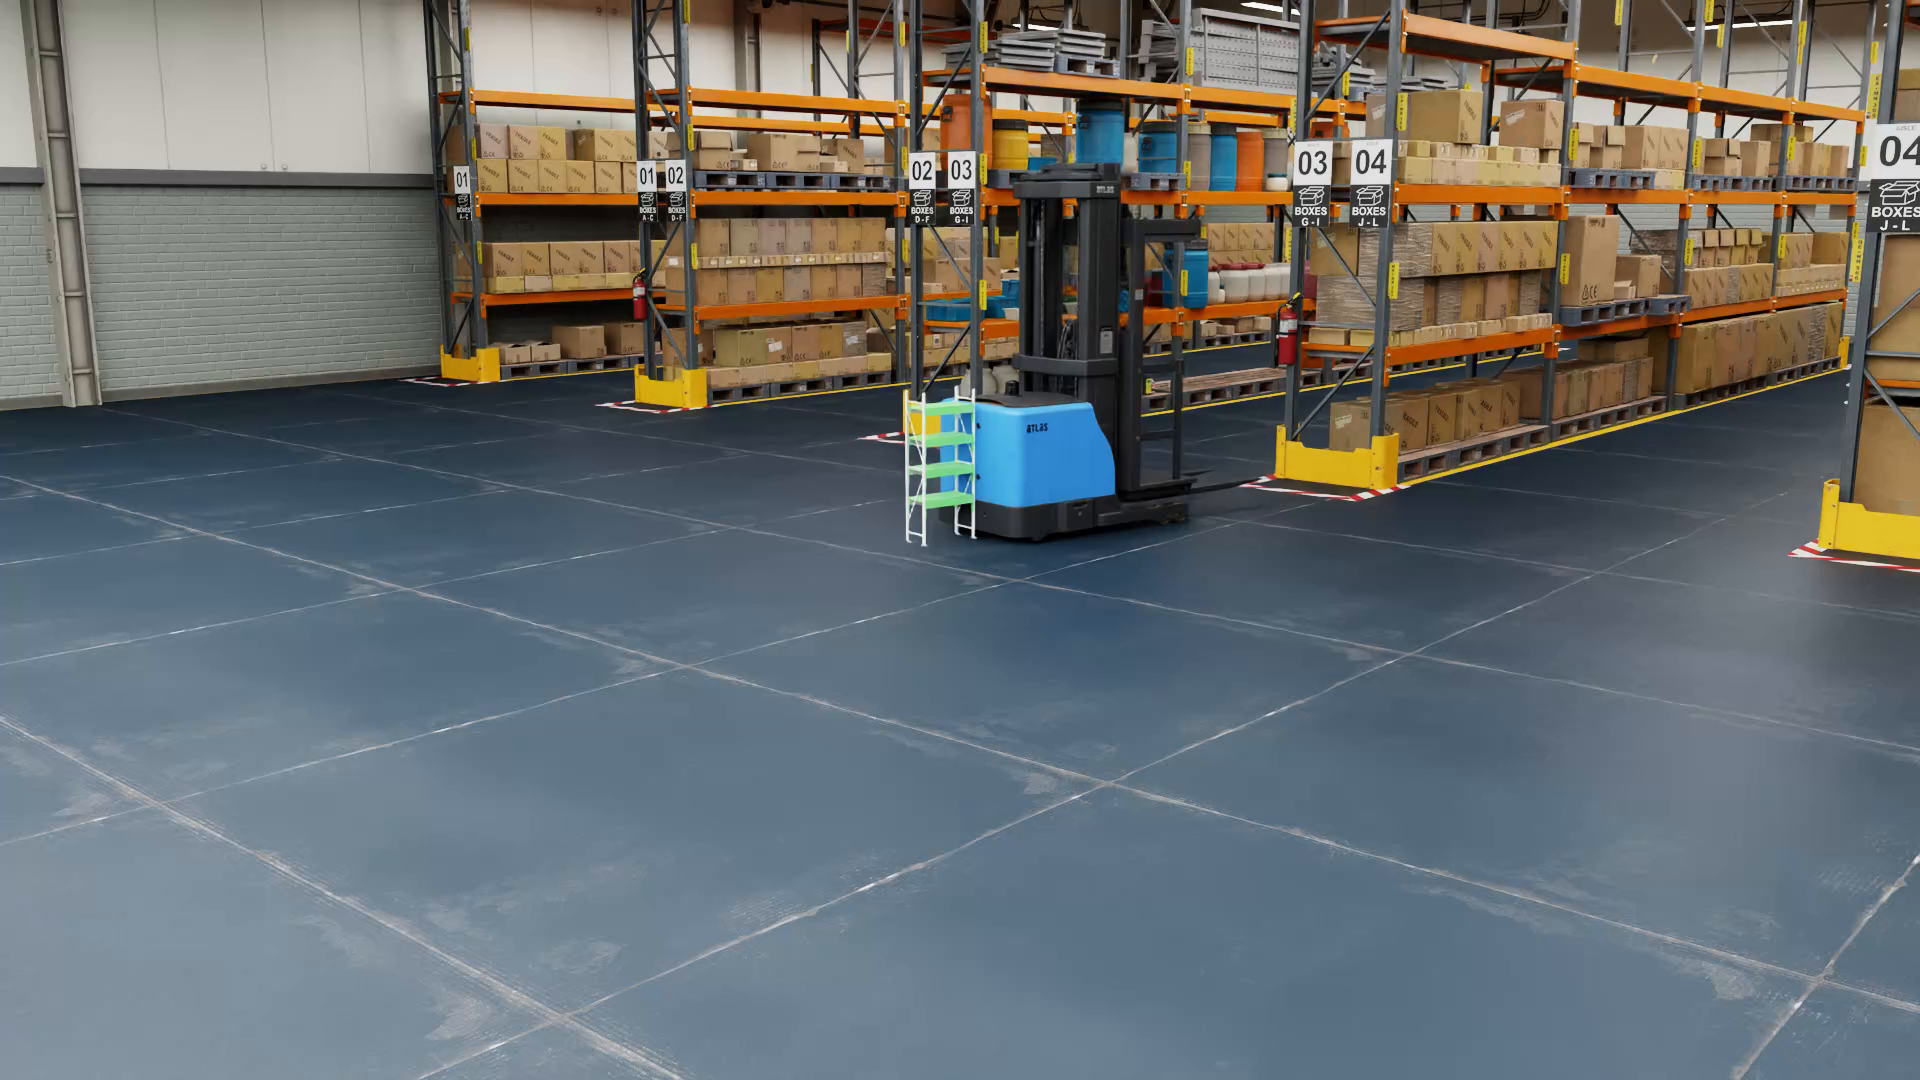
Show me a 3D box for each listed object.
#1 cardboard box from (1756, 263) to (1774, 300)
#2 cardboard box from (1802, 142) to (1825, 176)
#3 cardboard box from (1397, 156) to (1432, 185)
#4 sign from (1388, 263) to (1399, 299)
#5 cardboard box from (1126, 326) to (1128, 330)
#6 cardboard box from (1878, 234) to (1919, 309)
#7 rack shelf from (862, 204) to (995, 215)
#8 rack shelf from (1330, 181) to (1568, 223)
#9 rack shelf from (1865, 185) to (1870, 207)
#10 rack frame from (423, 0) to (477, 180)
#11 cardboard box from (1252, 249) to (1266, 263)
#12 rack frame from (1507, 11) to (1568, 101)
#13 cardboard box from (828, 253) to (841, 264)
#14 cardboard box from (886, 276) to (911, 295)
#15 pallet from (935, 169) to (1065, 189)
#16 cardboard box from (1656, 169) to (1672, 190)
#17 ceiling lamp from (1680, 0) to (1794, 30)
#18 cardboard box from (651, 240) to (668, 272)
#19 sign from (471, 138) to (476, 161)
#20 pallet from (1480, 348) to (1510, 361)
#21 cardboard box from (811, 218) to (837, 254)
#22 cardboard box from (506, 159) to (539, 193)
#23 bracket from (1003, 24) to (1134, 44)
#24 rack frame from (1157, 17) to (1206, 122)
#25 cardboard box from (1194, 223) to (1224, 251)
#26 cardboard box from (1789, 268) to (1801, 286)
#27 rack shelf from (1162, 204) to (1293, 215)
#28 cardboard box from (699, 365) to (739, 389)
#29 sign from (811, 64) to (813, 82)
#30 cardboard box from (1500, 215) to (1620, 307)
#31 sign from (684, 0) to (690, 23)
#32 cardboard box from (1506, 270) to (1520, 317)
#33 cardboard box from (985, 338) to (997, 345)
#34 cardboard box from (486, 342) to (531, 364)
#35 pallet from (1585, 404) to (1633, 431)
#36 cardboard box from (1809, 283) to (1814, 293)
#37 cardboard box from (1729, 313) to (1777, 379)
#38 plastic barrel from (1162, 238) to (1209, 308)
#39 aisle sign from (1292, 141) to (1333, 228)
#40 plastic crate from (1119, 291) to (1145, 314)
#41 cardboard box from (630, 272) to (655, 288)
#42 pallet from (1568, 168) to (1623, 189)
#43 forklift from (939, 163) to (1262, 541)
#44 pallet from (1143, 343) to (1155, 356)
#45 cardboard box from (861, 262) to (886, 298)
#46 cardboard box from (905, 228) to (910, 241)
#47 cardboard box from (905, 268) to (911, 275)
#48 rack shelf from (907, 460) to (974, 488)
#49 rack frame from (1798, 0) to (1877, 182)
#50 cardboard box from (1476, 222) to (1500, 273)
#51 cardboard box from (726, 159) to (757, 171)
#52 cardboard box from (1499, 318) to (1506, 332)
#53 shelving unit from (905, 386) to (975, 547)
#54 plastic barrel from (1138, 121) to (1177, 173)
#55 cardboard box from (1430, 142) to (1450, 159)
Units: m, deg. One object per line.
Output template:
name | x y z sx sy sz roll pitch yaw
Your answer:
cardboard box | 11.383 -3.735 24.000 0.500 0.500 0.500 10 15 41
cardboard box | 12.768 -5.826 25.478 0.700 0.500 0.500 11 15 43
cardboard box | 4.077 -3.460 15.600 0.500 0.250 0.500 10 15 42
sign | 3.973 -2.379 15.256 0.100 0.325 0.005 10 15 40
cardboard box | 2.599 -3.654 29.108 0.500 0.500 0.500 10 15 40
cardboard box | 7.498 -2.022 12.534 0.875 0.550 0.550 10 15 40
rack shelf | -0.996 -6.536 32.454 1.077 0.370 4.000 10 15 40
rack shelf | 4.886 -3.437 16.942 1.077 0.370 4.000 10 15 40
rack shelf | 8.545 -2.781 13.656 1.077 0.370 4.000 10 15 40
rack frame | -7.597 -6.888 24.723 1.000 3.000 0.127 10 15 40
cardboard box | 5.591 -5.385 32.258 0.500 0.500 0.500 9 15 40
rack frame | 10.407 -7.961 30.096 1.000 3.000 0.127 10 15 40
cardboard box | -1.925 -4.045 23.893 0.380 0.149 0.250 10 15 40
cardboard box | -0.941 -3.899 25.459 0.500 0.250 0.500 11 16 44
pallet | 0.464 -4.153 19.169 1.003 0.211 1.213 10 15 40
cardboard box | 8.399 -4.423 20.422 0.500 0.250 0.500 10 15 40
ceiling lamp | 14.070 -10.893 29.871 2.000 3.185 0.800 10 15 40
cardboard box | -5.036 -4.729 27.648 0.500 0.500 0.500 10 15 40
sign | -7.189 -5.776 24.580 0.100 0.325 0.005 10 15 40
pallet | 9.028 -3.357 29.480 1.003 0.211 1.213 10 15 40
cardboard box | -2.185 -4.366 23.844 0.700 0.500 0.500 10 15 40
cardboard box | -6.807 -5.567 25.462 0.500 0.500 0.500 -11 16 -44
bracket | 2.378 -11.028 36.260 0.076 0.066 4.783 10 15 40
rack frame | 4.048 -8.014 30.359 1.000 3.000 0.127 10 15 40
cardboard box | 4.570 -5.644 31.004 0.500 0.500 0.500 10 15 42
cardboard box | 12.326 -3.971 25.056 0.500 0.250 0.500 10 15 40
rack shelf | 5.368 -6.484 32.196 1.077 0.370 4.000 10 15 40
cardboard box | -3.352 -2.214 22.586 0.500 0.250 0.500 10 15 40
sign | -2.735 -8.672 30.866 0.100 0.325 0.005 10 15 40
cardboard box | 6.835 -3.212 19.033 1.000 1.000 1.000 10 15 41
sign | -3.461 -6.711 21.049 0.100 0.325 0.005 10 15 40
cardboard box | 5.506 -2.681 17.962 0.875 0.500 0.500 10 15 40
cardboard box | 0.241 -3.282 26.503 0.500 0.311 0.500 10 15 42
cardboard box | -7.073 -2.934 25.983 0.500 0.311 0.500 8 14 34
pallet | 7.524 -1.541 20.389 1.003 0.211 1.213 10 15 40
cardboard box | 12.960 -3.897 25.708 0.380 0.149 0.250 9 15 39
cardboard box | 11.079 -2.858 24.214 1.225 0.875 0.875 10 15 41
plastic barrel | 2.968 -3.517 21.884 0.600 0.901 0.708 10 15 40
aisle sign | 3.299 -3.330 15.586 0.394 0.787 0.004 10 15 40
plastic crate | 1.959 -2.983 20.868 0.499 0.251 0.616 10 15 40
cardboard box | -5.377 -4.290 27.363 0.500 0.250 0.500 10 15 41
pallet | 6.693 -4.069 18.749 1.213 0.211 1.003 10 15 40
forklift | 1.297 -1.636 13.920 3.031 2.935 1.130 -9 14 -37
pallet | 2.734 -3.400 29.693 1.003 0.211 1.213 10 15 40
cardboard box | -1.521 -3.878 24.713 0.700 0.500 0.500 9 15 39
cardboard box | -1.142 -5.882 32.024 0.500 0.250 0.500 10 15 41
cardboard box | -1.096 -5.221 32.285 0.380 0.149 0.250 10 15 41
rack shelf | -0.153 -0.522 13.086 0.480 0.148 0.258 -9 14 -37
rack frame | 14.127 -7.321 26.890 1.000 3.000 0.127 10 15 40
cardboard box | 5.123 -2.977 16.889 0.500 0.500 0.500 10 15 40
cardboard box | -2.964 -5.079 22.536 0.380 0.149 0.250 10 15 40
cardboard box | 5.557 -2.285 17.636 0.380 0.149 0.250 10 15 40
shelving unit | -0.153 -0.584 13.074 0.503 1.200 0.258 -9 14 -37
plastic barrel | 2.658 -5.074 22.017 0.600 0.901 0.708 10 15 40
cardboard box | 4.472 -3.738 15.975 0.380 0.149 0.250 11 15 43
